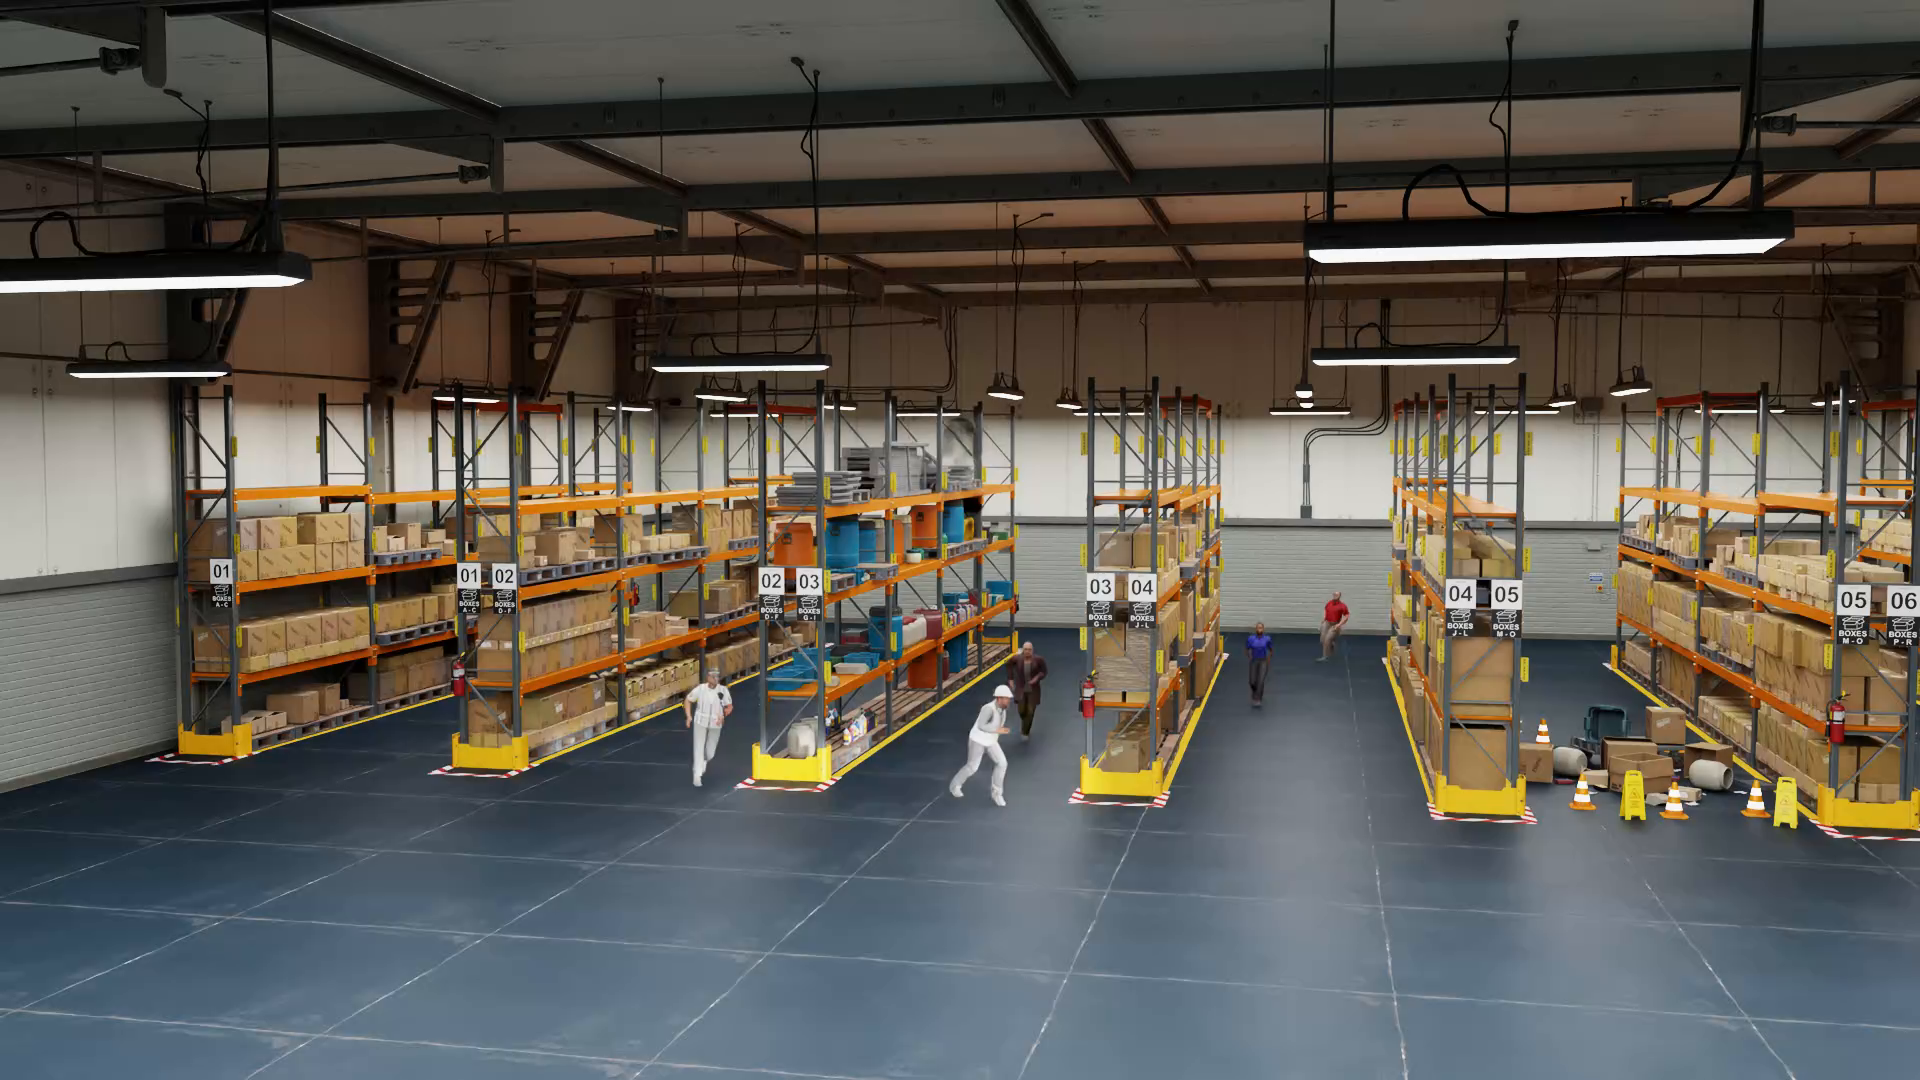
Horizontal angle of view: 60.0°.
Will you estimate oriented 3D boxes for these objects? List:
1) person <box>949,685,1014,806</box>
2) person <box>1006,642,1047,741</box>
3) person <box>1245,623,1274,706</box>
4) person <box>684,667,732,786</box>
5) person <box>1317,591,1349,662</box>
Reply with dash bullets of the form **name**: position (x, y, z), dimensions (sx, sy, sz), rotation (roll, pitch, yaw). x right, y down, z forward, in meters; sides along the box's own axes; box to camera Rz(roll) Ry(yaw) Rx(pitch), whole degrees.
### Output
- **person**: position (0.314, 2.879, 23.390), dimensions (1.025, 1.731, 0.699), rotation (2, 4, 30)
- **person**: position (1.129, 2.577, 28.337), dimensions (0.681, 1.706, 0.778), rotation (0, 3, 0)
- **person**: position (5.795, 2.445, 32.183), dimensions (0.563, 1.512, 0.588), rotation (1, 3, 12)
- **person**: position (-3.761, 2.769, 24.904), dimensions (0.712, 1.764, 0.729), rotation (-1, 3, -13)
- **person**: position (8.721, 2.010, 38.729), dimensions (0.591, 1.650, 0.698), rotation (-3, 4, -43)
